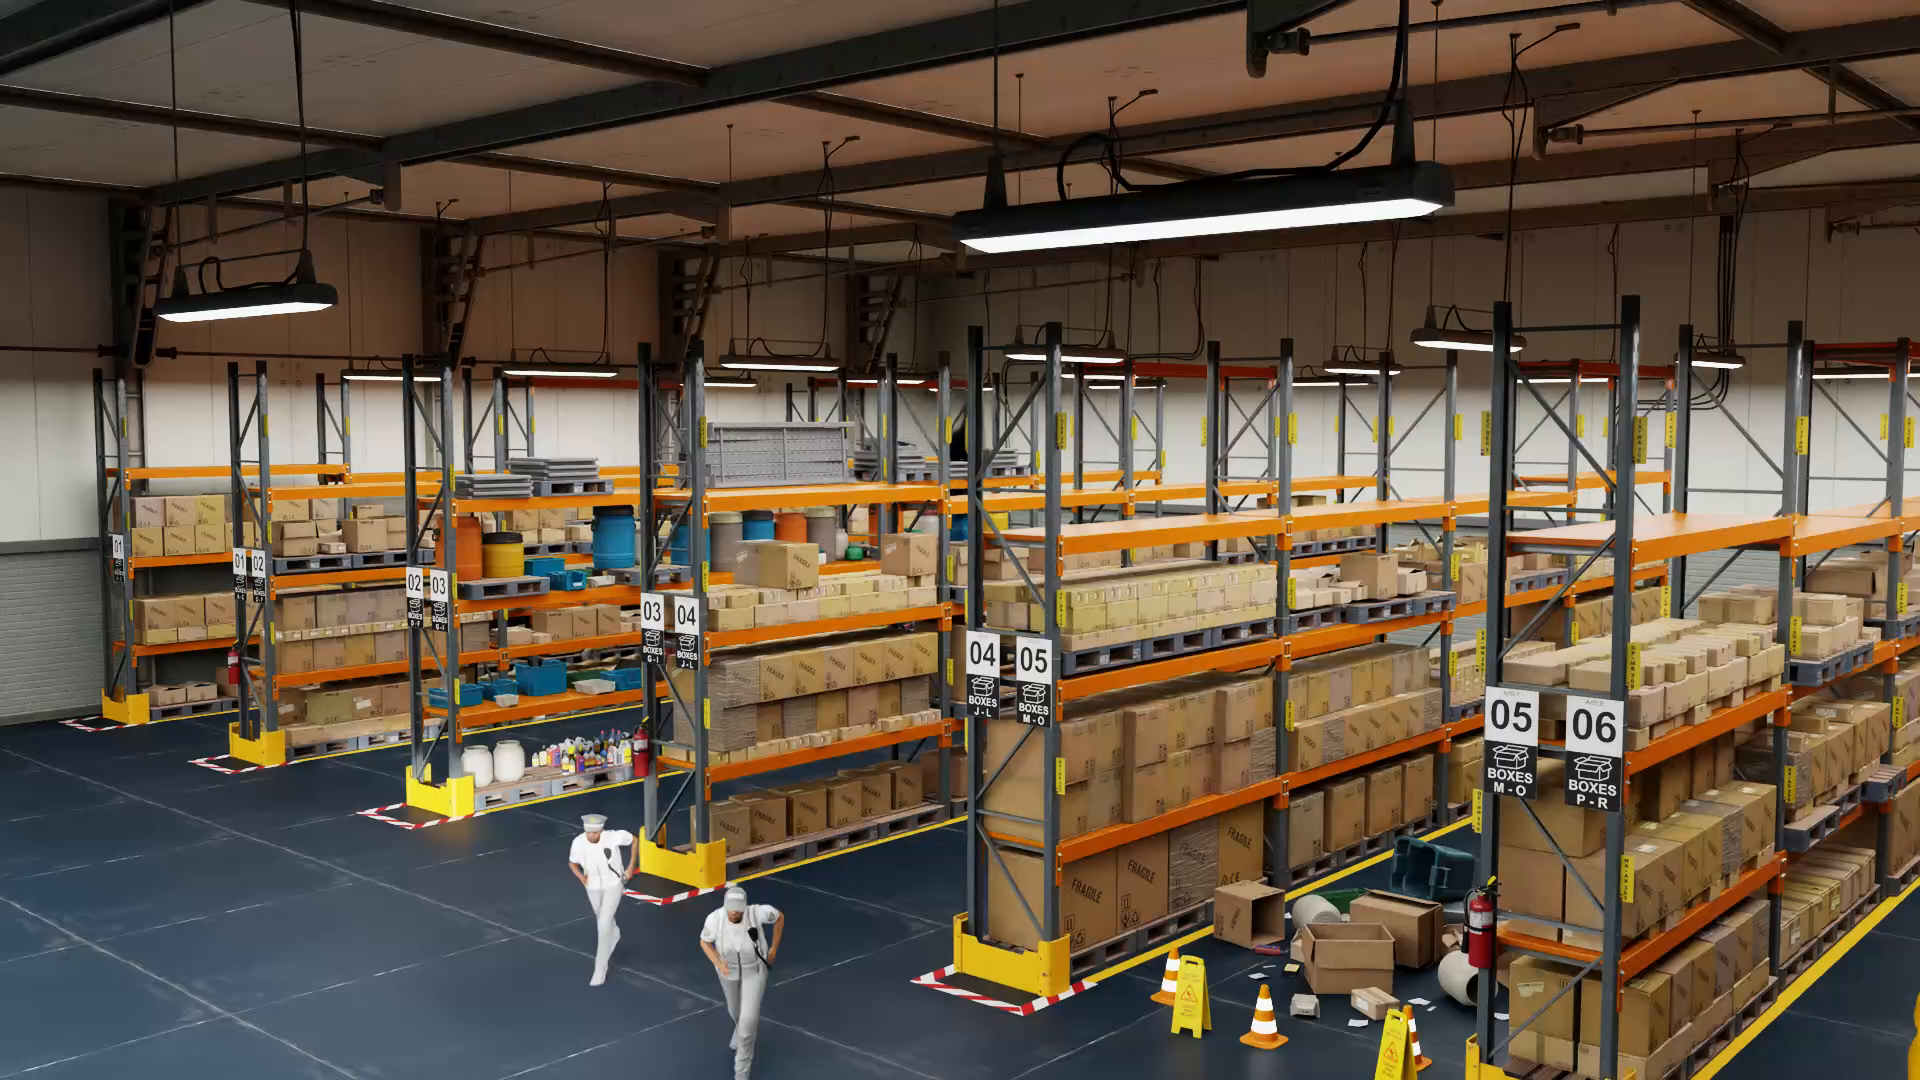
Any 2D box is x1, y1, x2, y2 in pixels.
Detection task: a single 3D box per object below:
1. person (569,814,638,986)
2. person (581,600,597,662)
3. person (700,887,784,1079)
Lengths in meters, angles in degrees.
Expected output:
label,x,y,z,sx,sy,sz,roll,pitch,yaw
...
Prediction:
label,x,y,z,sx,sy,sz,roll,pitch,yaw
person,-3.294,3.269,15.500,0.619,1.620,0.979,0,4,1
person,-7.163,1.923,32.058,0.644,1.835,0.826,3,5,33
person,-1.709,3.440,13.113,0.648,1.628,1.035,0,4,-3
